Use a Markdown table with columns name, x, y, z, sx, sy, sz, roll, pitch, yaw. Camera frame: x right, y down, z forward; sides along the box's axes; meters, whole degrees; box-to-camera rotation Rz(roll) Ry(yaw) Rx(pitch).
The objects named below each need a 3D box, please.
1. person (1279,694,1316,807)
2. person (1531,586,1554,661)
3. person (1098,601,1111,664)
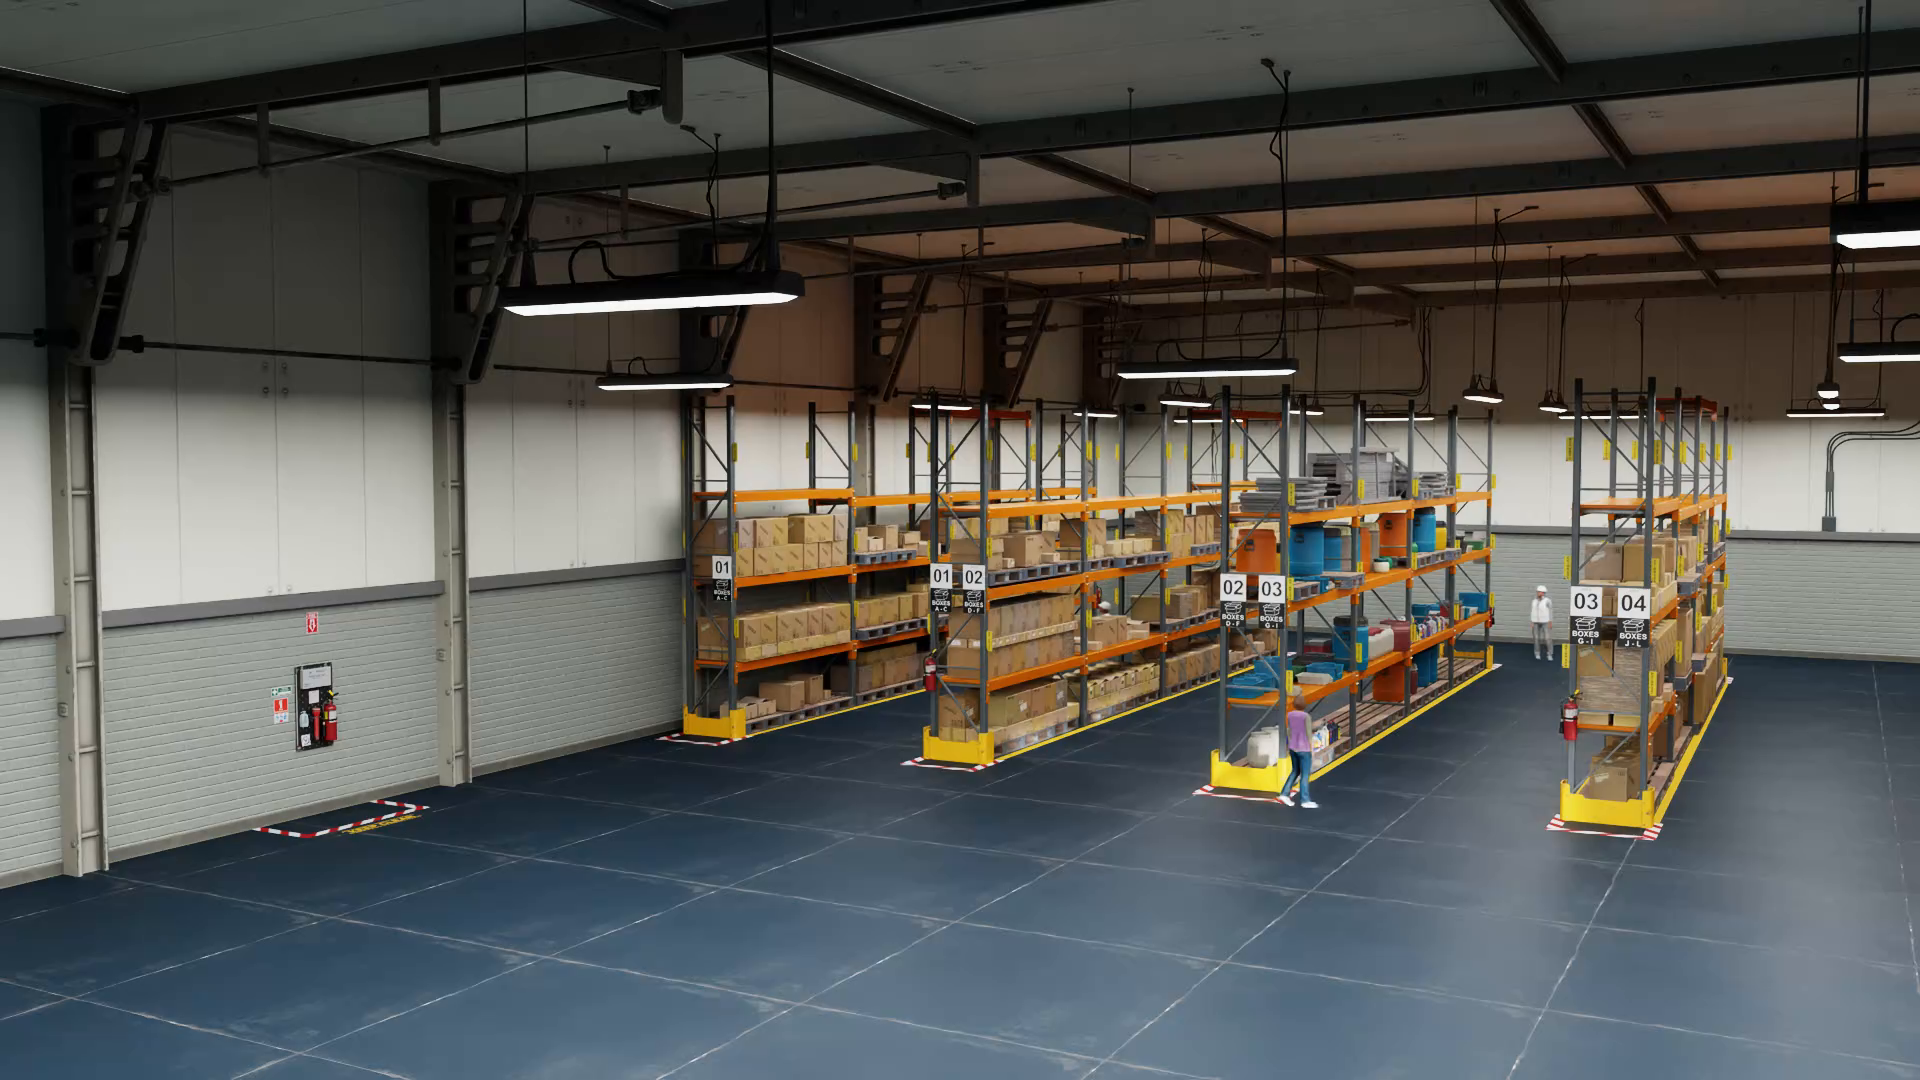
| name | x | y | z | sx | sy | sz | roll | pitch | yaw |
| --- | --- | --- | --- | --- | --- | --- | --- | --- | --- |
| person | 4.808 | 2.981 | 23.443 | 0.453 | 1.594 | 0.451 | -2 | 4 | -32 |
| person | 14.103 | 2.002 | 40.281 | 0.598 | 1.785 | 0.450 | 2 | 4 | 36 |
| person | 3.085 | 2.231 | 36.280 | 0.468 | 1.797 | 0.602 | 0 | 3 | -4 |
